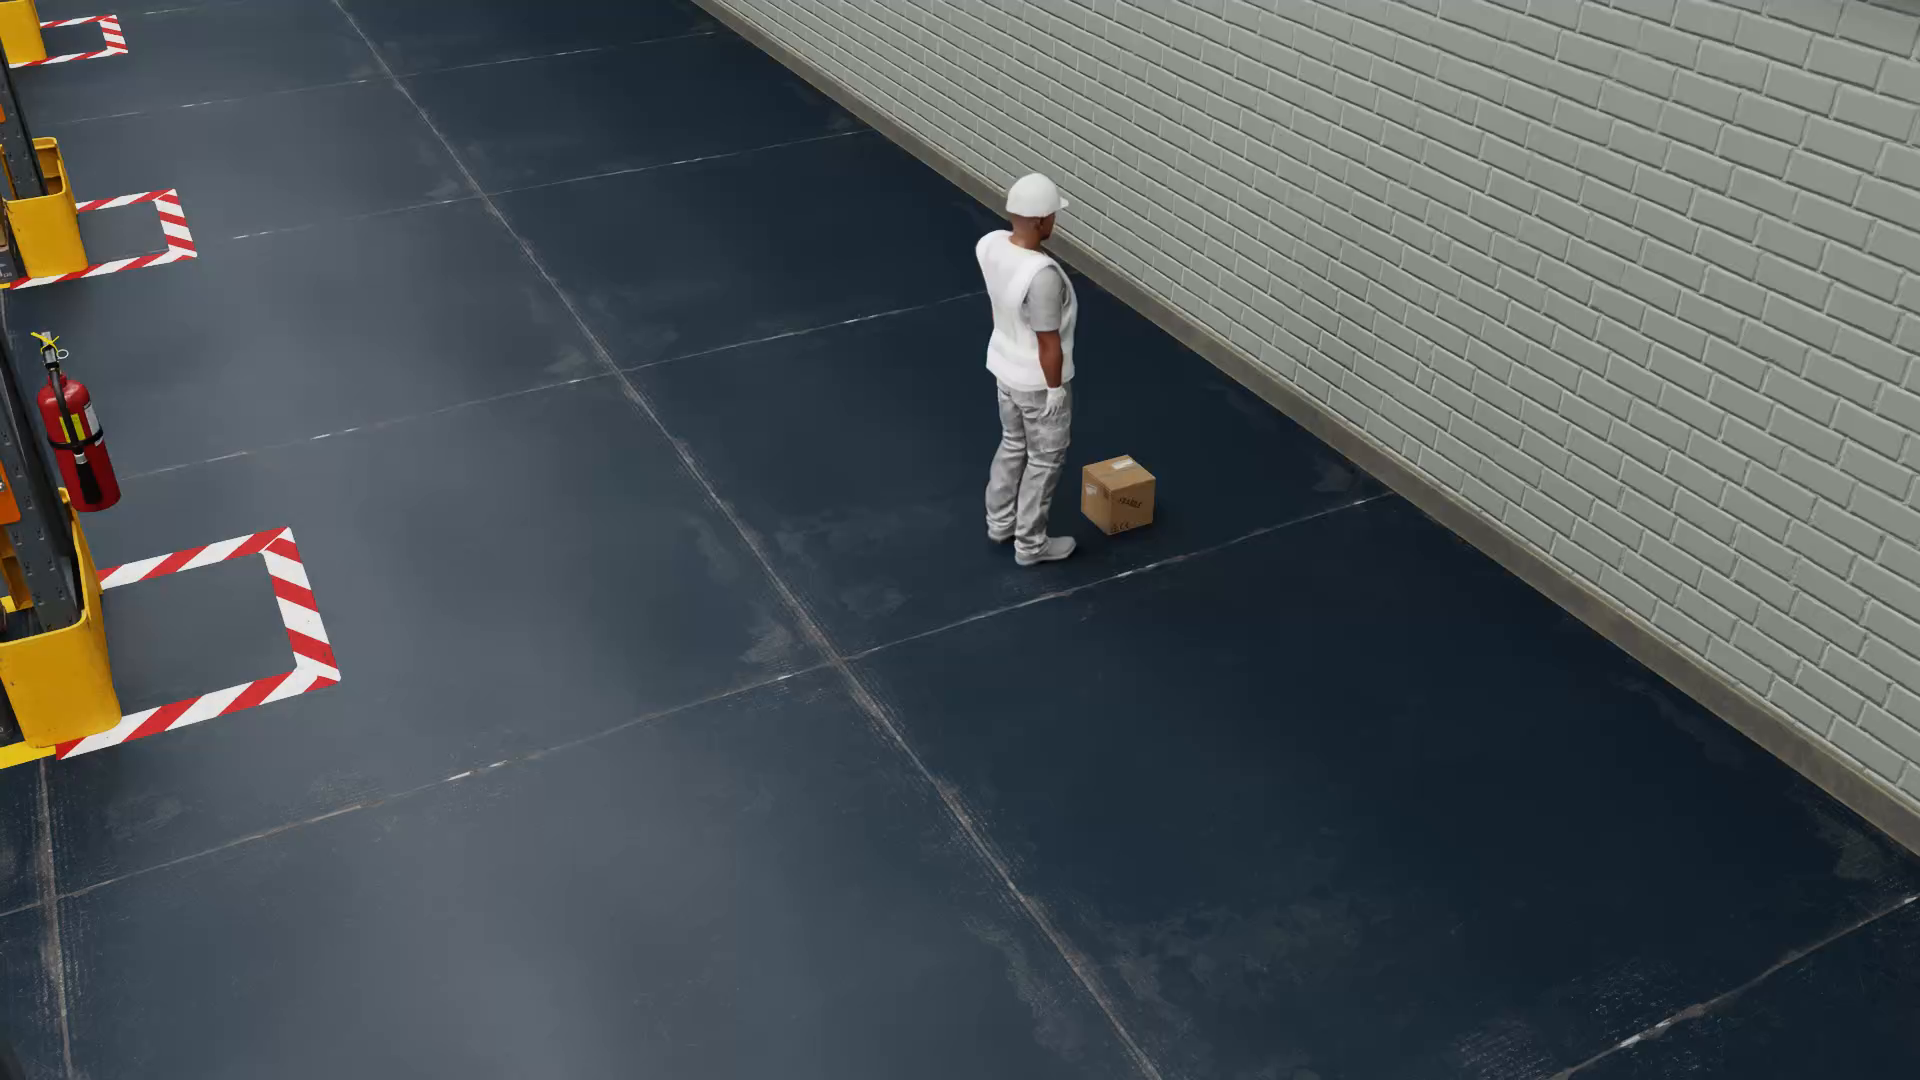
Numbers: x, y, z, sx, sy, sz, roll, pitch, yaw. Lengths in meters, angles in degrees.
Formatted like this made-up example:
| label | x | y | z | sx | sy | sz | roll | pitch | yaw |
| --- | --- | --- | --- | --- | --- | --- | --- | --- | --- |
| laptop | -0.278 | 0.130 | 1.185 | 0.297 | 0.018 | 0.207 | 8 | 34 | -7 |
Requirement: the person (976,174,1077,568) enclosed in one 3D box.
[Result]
| label | x | y | z | sx | sy | sz | roll | pitch | yaw |
| --- | --- | --- | --- | --- | --- | --- | --- | --- | --- |
| person | 0.304 | -0.739 | 7.274 | 0.362 | 1.777 | 0.548 | -15 | 36 | -22 |
